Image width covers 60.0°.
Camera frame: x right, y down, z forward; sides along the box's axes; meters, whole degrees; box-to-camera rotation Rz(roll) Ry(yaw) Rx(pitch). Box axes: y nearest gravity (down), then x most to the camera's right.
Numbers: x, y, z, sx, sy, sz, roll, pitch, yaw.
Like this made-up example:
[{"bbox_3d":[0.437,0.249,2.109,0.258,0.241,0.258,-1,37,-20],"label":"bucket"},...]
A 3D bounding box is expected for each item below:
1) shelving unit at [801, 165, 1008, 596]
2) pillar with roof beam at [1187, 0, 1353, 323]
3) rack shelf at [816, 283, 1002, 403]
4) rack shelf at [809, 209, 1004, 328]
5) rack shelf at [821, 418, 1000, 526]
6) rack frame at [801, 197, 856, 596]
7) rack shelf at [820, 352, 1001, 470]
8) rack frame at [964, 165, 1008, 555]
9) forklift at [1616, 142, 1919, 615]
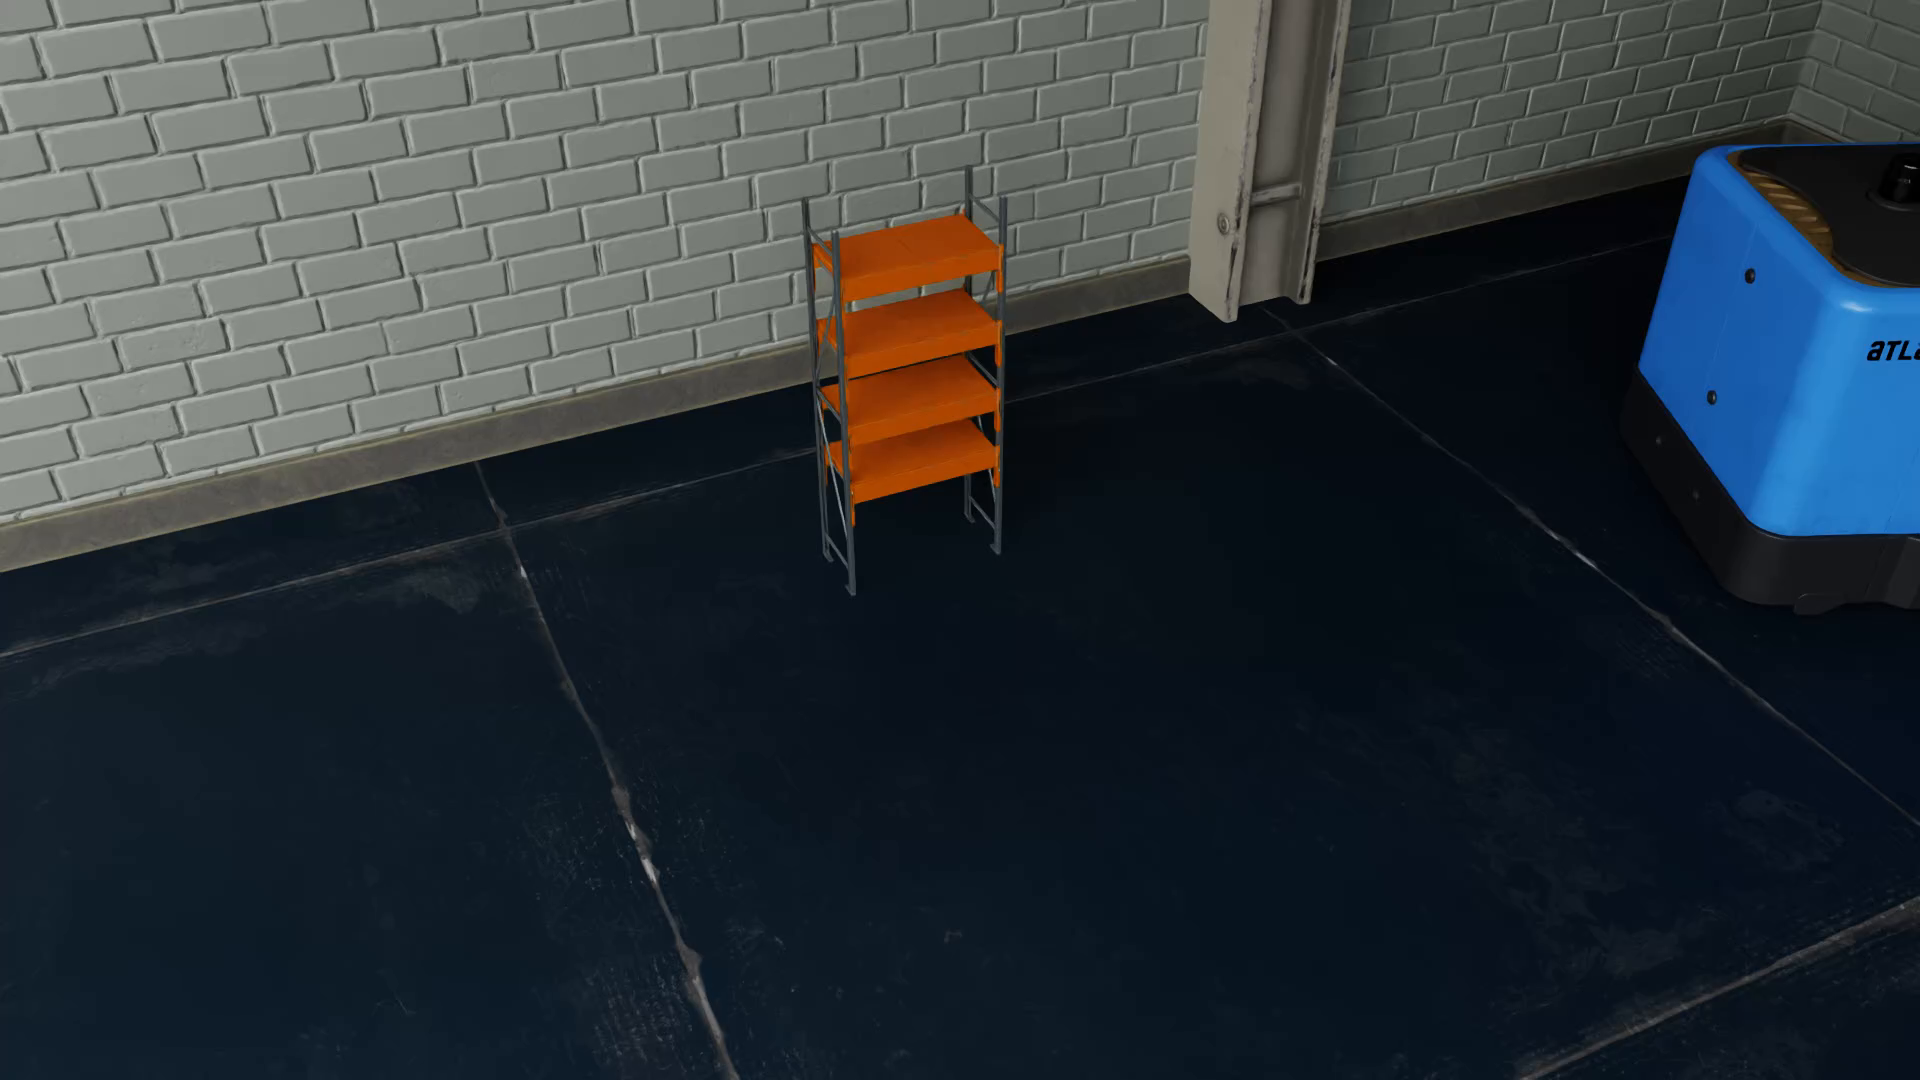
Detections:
[{"bbox_3d":[-0.150,-0.440,4.836,0.503,1.200,0.258,-16,39,-20],"label":"shelving unit"},{"bbox_3d":[2.960,-2.256,0.738,0.400,9.000,9.100,-16,39,-20],"label":"pillar with roof beam"},{"bbox_3d":[-0.150,-0.566,4.743,0.480,0.148,0.258,-16,39,-20],"label":"rack shelf"},{"bbox_3d":[-0.150,-0.756,4.602,0.480,0.148,0.258,-16,39,-20],"label":"rack shelf"},{"bbox_3d":[-0.150,-0.226,4.994,0.480,0.148,0.258,-16,39,-20],"label":"rack shelf"},{"bbox_3d":[-0.371,-0.378,4.753,0.015,1.200,0.240,-16,39,-20],"label":"rack frame"},{"bbox_3d":[-0.150,-0.386,4.876,0.480,0.148,0.258,-16,39,-20],"label":"rack shelf"},{"bbox_3d":[0.071,-0.502,4.919,0.015,1.200,0.240,-16,39,-20],"label":"rack frame"},{"bbox_3d":[3.758,-1.278,4.512,3.031,2.935,1.130,-2,37,-2],"label":"forklift"}]
